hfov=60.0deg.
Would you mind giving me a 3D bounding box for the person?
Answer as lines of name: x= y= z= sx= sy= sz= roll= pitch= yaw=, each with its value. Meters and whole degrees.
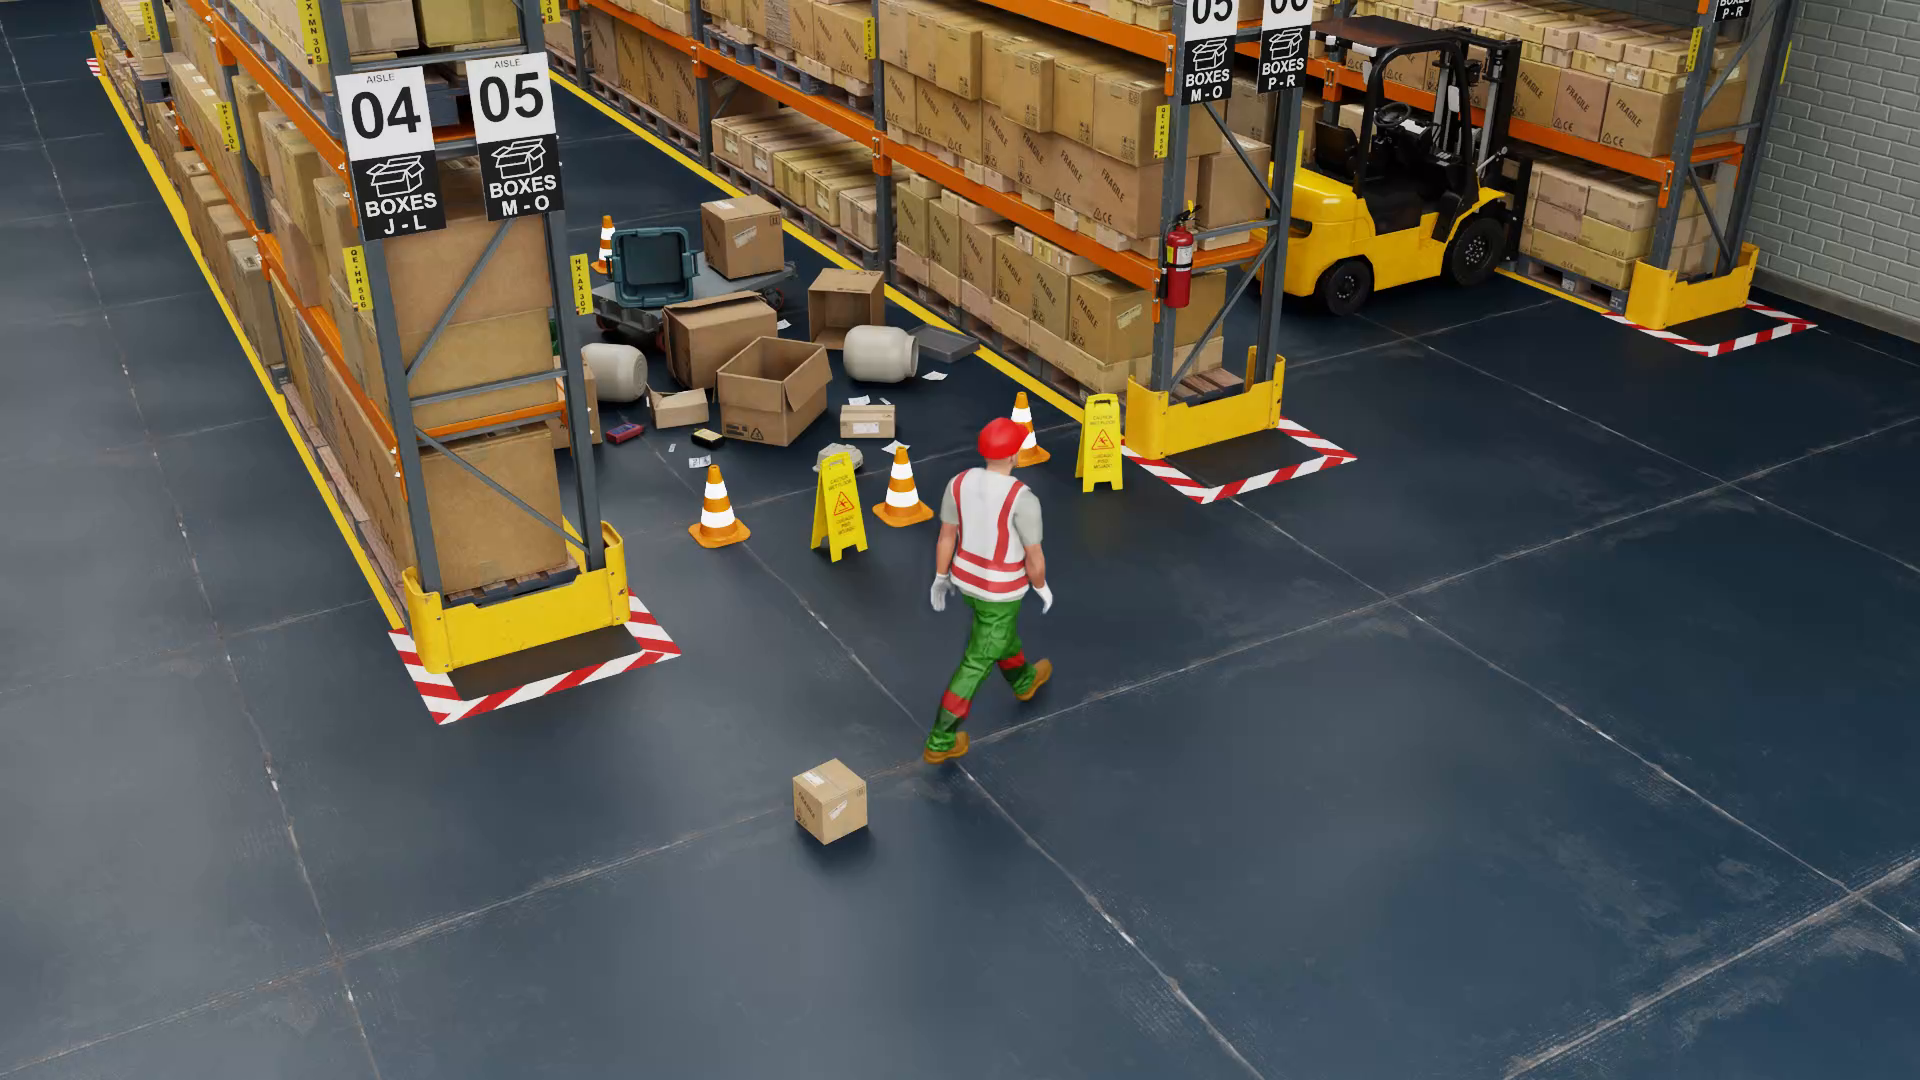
person: x=0.178 y=0.202 z=8.196 sx=0.540 sy=1.736 sz=1.097 roll=24 pitch=37 yaw=37
